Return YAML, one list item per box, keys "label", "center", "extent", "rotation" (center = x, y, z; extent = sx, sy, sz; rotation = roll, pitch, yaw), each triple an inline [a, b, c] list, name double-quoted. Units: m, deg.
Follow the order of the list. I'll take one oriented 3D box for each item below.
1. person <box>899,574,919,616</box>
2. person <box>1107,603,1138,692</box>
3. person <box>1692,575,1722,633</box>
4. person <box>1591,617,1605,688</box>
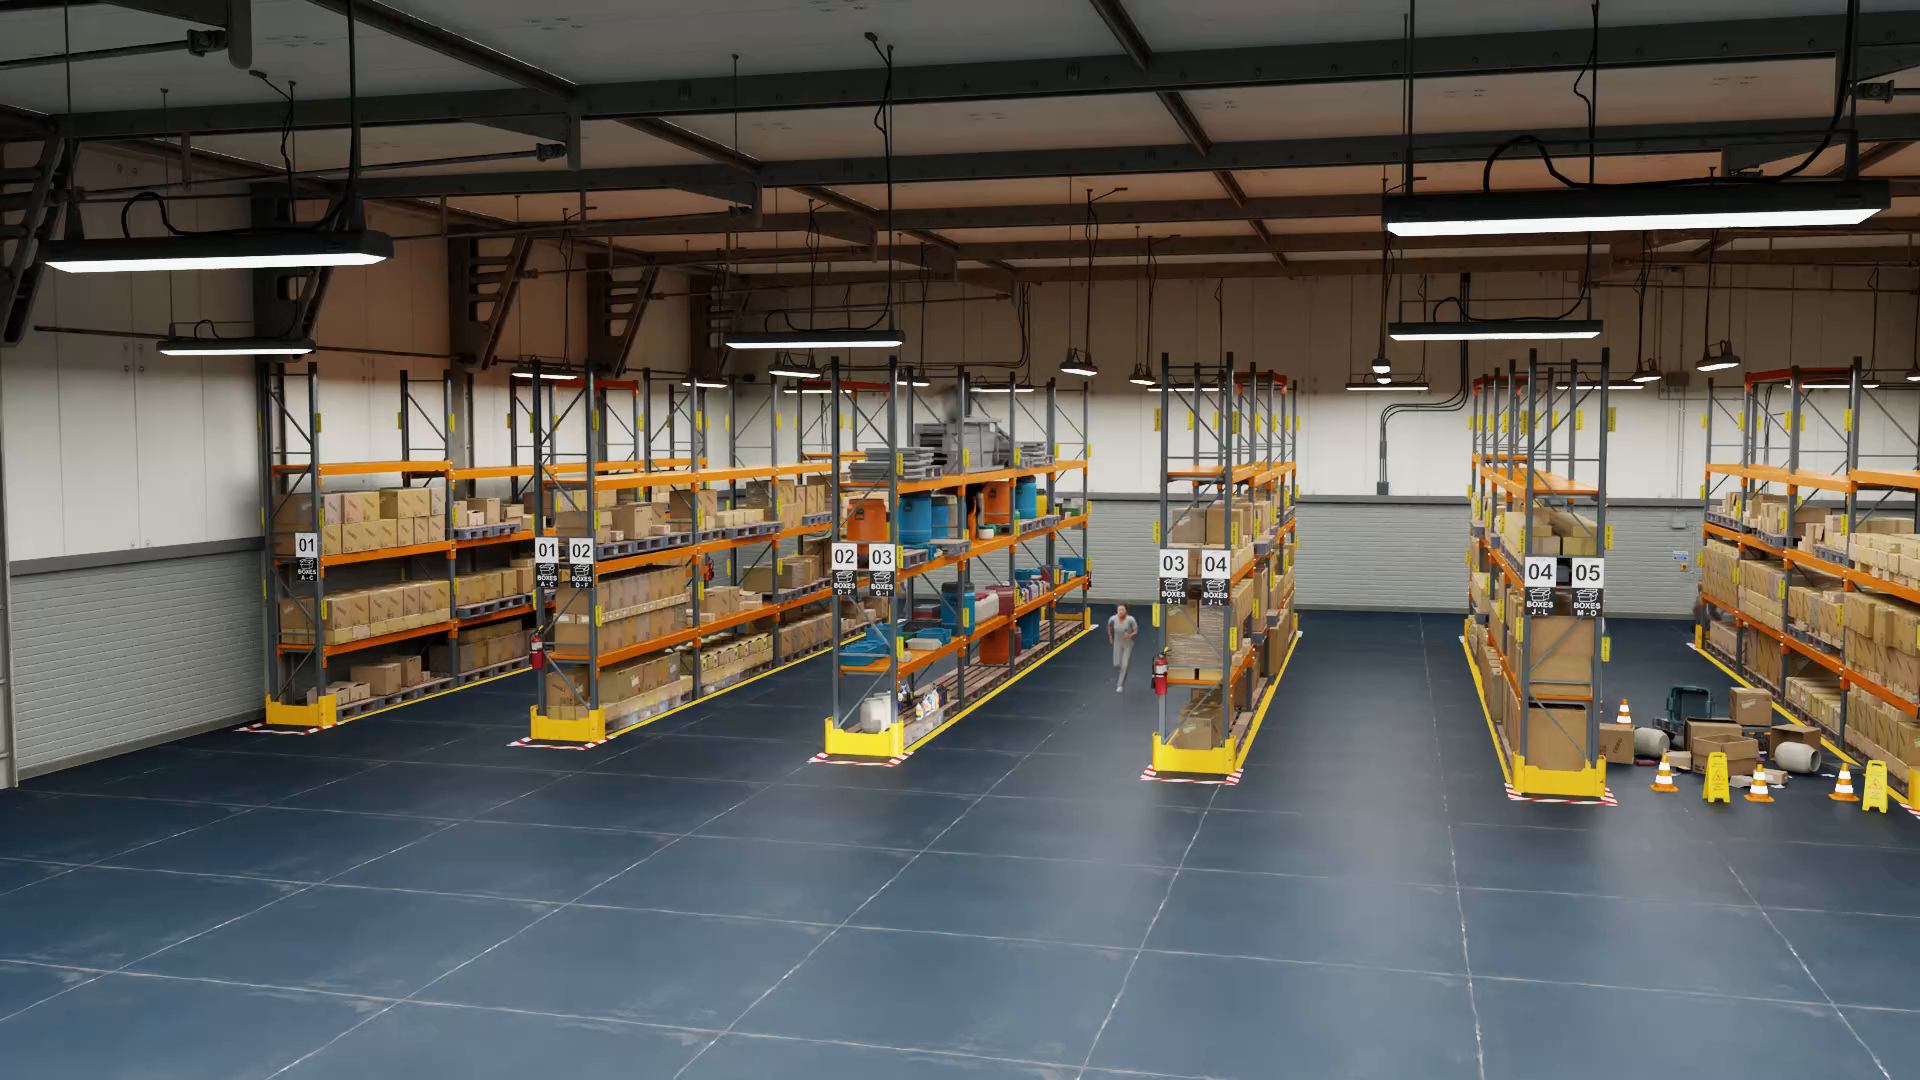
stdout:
- label: "person"
  center: [-1.343, 1.195, 42.507]
  extent: [0.690, 1.711, 0.603]
  rotation: [3, 5, 35]
- label: "person"
  center: [2.847, 1.883, 29.212]
  extent: [0.554, 1.597, 0.688]
  rotation: [1, 4, 11]
- label: "person"
  center: [17.807, 1.361, 39.609]
  extent: [0.762, 1.784, 0.625]
  rotation: [-1, 4, -8]
- label: "person"
  center: [11.811, 1.948, 31.150]
  extent: [0.573, 1.720, 0.883]
  rotation: [1, 4, 9]
